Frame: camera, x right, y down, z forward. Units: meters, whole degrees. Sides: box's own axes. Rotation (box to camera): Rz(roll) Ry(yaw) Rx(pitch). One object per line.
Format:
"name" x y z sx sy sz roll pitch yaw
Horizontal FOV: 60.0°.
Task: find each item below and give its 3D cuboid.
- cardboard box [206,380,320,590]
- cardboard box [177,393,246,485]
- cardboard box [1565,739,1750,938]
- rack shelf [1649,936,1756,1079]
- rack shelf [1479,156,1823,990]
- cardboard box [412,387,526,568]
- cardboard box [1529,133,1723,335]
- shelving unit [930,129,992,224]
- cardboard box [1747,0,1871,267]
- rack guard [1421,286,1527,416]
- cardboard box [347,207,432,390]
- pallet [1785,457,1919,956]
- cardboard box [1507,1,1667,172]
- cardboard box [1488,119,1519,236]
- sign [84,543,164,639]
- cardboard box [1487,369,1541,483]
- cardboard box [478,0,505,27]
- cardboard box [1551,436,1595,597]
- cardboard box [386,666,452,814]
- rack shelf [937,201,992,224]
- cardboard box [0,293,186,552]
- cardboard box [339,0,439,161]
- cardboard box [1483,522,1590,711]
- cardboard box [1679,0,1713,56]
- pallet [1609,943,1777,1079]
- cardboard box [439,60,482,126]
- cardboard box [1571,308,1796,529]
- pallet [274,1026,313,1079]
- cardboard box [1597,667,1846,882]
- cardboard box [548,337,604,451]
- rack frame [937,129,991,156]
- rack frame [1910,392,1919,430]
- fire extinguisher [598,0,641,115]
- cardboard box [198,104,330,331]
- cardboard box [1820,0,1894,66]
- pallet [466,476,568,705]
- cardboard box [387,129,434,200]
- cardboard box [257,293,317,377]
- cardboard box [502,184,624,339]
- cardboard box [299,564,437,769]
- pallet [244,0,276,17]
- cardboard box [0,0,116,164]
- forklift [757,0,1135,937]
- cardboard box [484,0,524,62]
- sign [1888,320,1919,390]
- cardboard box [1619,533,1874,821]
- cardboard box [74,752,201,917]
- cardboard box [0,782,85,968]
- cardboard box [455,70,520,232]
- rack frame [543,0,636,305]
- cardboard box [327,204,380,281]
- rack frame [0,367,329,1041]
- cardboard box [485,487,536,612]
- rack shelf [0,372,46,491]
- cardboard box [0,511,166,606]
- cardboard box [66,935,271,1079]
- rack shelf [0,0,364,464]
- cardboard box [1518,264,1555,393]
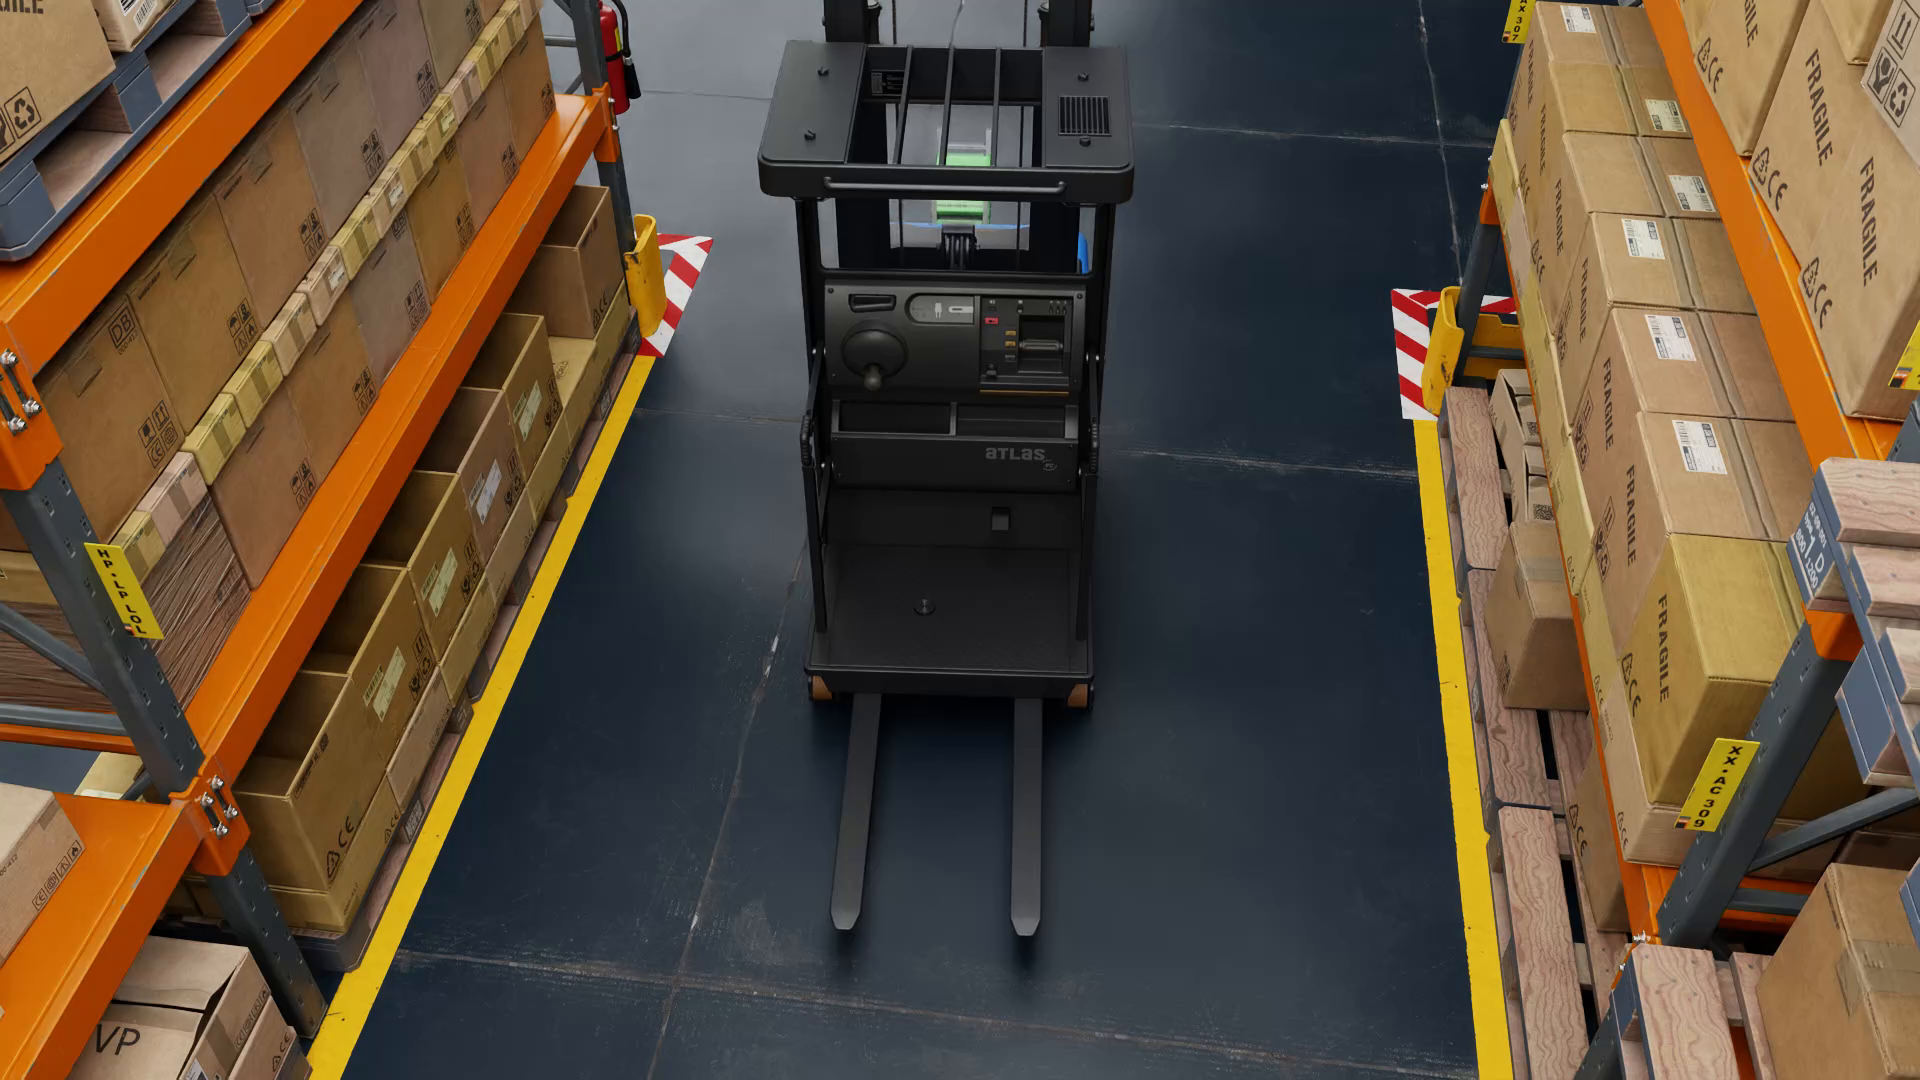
"cardboard box" -2.508 -0.220 5.228 0.700 0.500 0.500 5 44 5
"cardboard box" -2.331 -0.305 4.846 0.380 0.149 0.250 4 44 4
"cardboard box" 2.384 0.964 5.548 0.500 0.500 0.500 2 43 2
"rack shelf" 2.022 2.551 2.897 1.077 0.370 4.000 5 44 6
"rack shelf" 2.551 -0.175 5.776 1.077 0.370 4.000 5 44 6
"cardboard box" -2.056 -0.257 6.489 0.500 0.500 0.500 5 44 6
"cardboard box" 2.305 -1.039 5.714 0.500 0.500 0.500 4 44 4
"shelving unit" 0.009 -1.232 7.678 0.258 1.200 0.503 2 43 2
"cardboard box" 2.188 -0.916 3.767 0.500 0.500 0.500 2 43 2
"rack guard" 2.805 -0.840 7.773 1.175 0.500 0.348 5 44 6
"cardboard box" -2.372 -0.911 5.957 0.700 0.500 0.500 6 44 7
"pallet" 2.100 0.317 2.688 1.213 0.211 1.003 5 44 6
"cardboard box" 2.454 -1.726 6.440 0.500 0.500 0.500 5 44 6
"cardboard box" 2.436 -1.448 6.692 0.500 0.250 0.500 4 44 4
"sign" -2.085 0.130 4.146 0.100 0.325 0.005 5 44 6
"cardboard box" 2.635 -0.519 7.252 0.500 0.311 0.500 1 43 1
"cardboard box" -2.177 -2.401 6.588 0.700 0.500 0.500 5 44 6
"cardboard box" 2.174 -0.059 5.225 0.500 0.250 0.500 5 44 5
"cardboard box" -2.191 0.697 6.027 0.500 0.250 0.500 5 44 6
"rack shelf" 0.009 -1.360 7.557 0.258 0.148 0.480 2 43 2
"cardboard box" -2.572 -0.331 4.402 0.700 0.500 0.500 5 44 6
"cardboard box" -2.307 -1.699 5.846 0.700 0.500 0.500 5 44 6
"cardboard box" 2.413 0.296 6.254 0.700 0.500 0.500 3 44 3
"cardboard box" 2.303 -1.643 4.534 0.500 0.500 0.500 8 44 8
"pallet" 2.041 1.504 3.619 1.003 0.211 1.213 5 44 6
"cardboard box" -2.059 -1.717 6.337 0.380 0.149 0.250 6 44 6
"cardboard box" 2.180 -0.331 4.967 0.500 0.500 0.500 4 44 4
"pallet" -2.683 1.998 4.987 1.003 0.211 1.213 5 44 6
"cardboard box" 2.049 0.624 4.504 0.500 0.250 0.500 5 44 6
"cardboard box" -1.927 -0.667 7.467 0.500 0.250 0.500 5 44 6
"rack frame" 0.019 -1.399 7.855 0.240 1.200 0.015 2 43 2
"rack frame" 2.287 -1.251 2.027 1.000 3.000 0.127 5 44 6
"fire extinguisher" -1.619 -2.257 7.508 0.296 0.674 0.183 5 44 6
"cardboard box" -2.439 -1.017 5.126 0.700 0.500 0.500 5 44 5
"cardboard box" 2.147 -1.311 3.457 0.500 0.500 0.500 7 44 8
"pallet" -2.319 0.120 6.970 1.003 0.211 1.213 5 44 6
"cardboard box" -2.127 -1.358 5.958 0.380 0.149 0.250 6 44 7
"cardboard box" -2.263 -0.654 5.215 0.380 0.149 0.250 4 44 4
"cardboard box" -1.871 -1.281 7.570 0.500 0.500 0.500 5 44 6
"cardboard box" -2.194 0.424 5.770 0.500 0.500 0.500 5 44 6
"pallet" -2.373 -1.990 5.053 1.003 0.211 1.213 5 44 6
"cardboard box" -2.296 -1.169 3.641 0.500 0.500 0.500 9 44 9
"forklift" -0.025 -0.634 5.788 1.130 2.935 3.031 2 43 2
"cardboard box" -1.990 -2.062 6.702 0.380 0.149 0.250 6 44 7
"sign" 1.748 -0.394 2.927 0.100 0.325 0.005 5 44 6
"cardboard box" 2.043 0.352 4.246 0.500 0.500 0.500 5 44 5
"cardboard box" -2.779 0.989 5.718 0.500 0.250 0.500 5 44 6
"cardboard box" -2.646 0.873 4.255 0.500 0.250 0.500 8 44 8
"cardboard box" -2.234 -1.608 6.694 0.700 0.500 0.500 6 44 7
"rack frame" -2.095 -2.247 7.441 1.000 3.000 0.127 5 44 6
"cardboard box" -2.195 -1.014 5.595 0.380 0.149 0.250 5 44 5
"rack frame" -2.624 0.479 4.562 1.000 3.000 0.127 5 44 6
"cardboard box" -2.060 0.015 6.747 0.500 0.250 0.500 5 44 6
"rack shelf" -2.888 1.014 2.339 1.077 0.370 4.000 5 44 6
"cardboard box" -2.396 0.042 4.480 0.380 0.149 0.250 5 44 5
"cardboard box" -2.393 1.424 4.851 0.500 0.311 0.500 5 44 6
"rack shelf" -2.360 -1.712 5.218 1.077 0.370 4.000 5 44 6
"cardboard box" 2.309 -0.746 5.951 0.500 0.250 0.500 5 44 5
